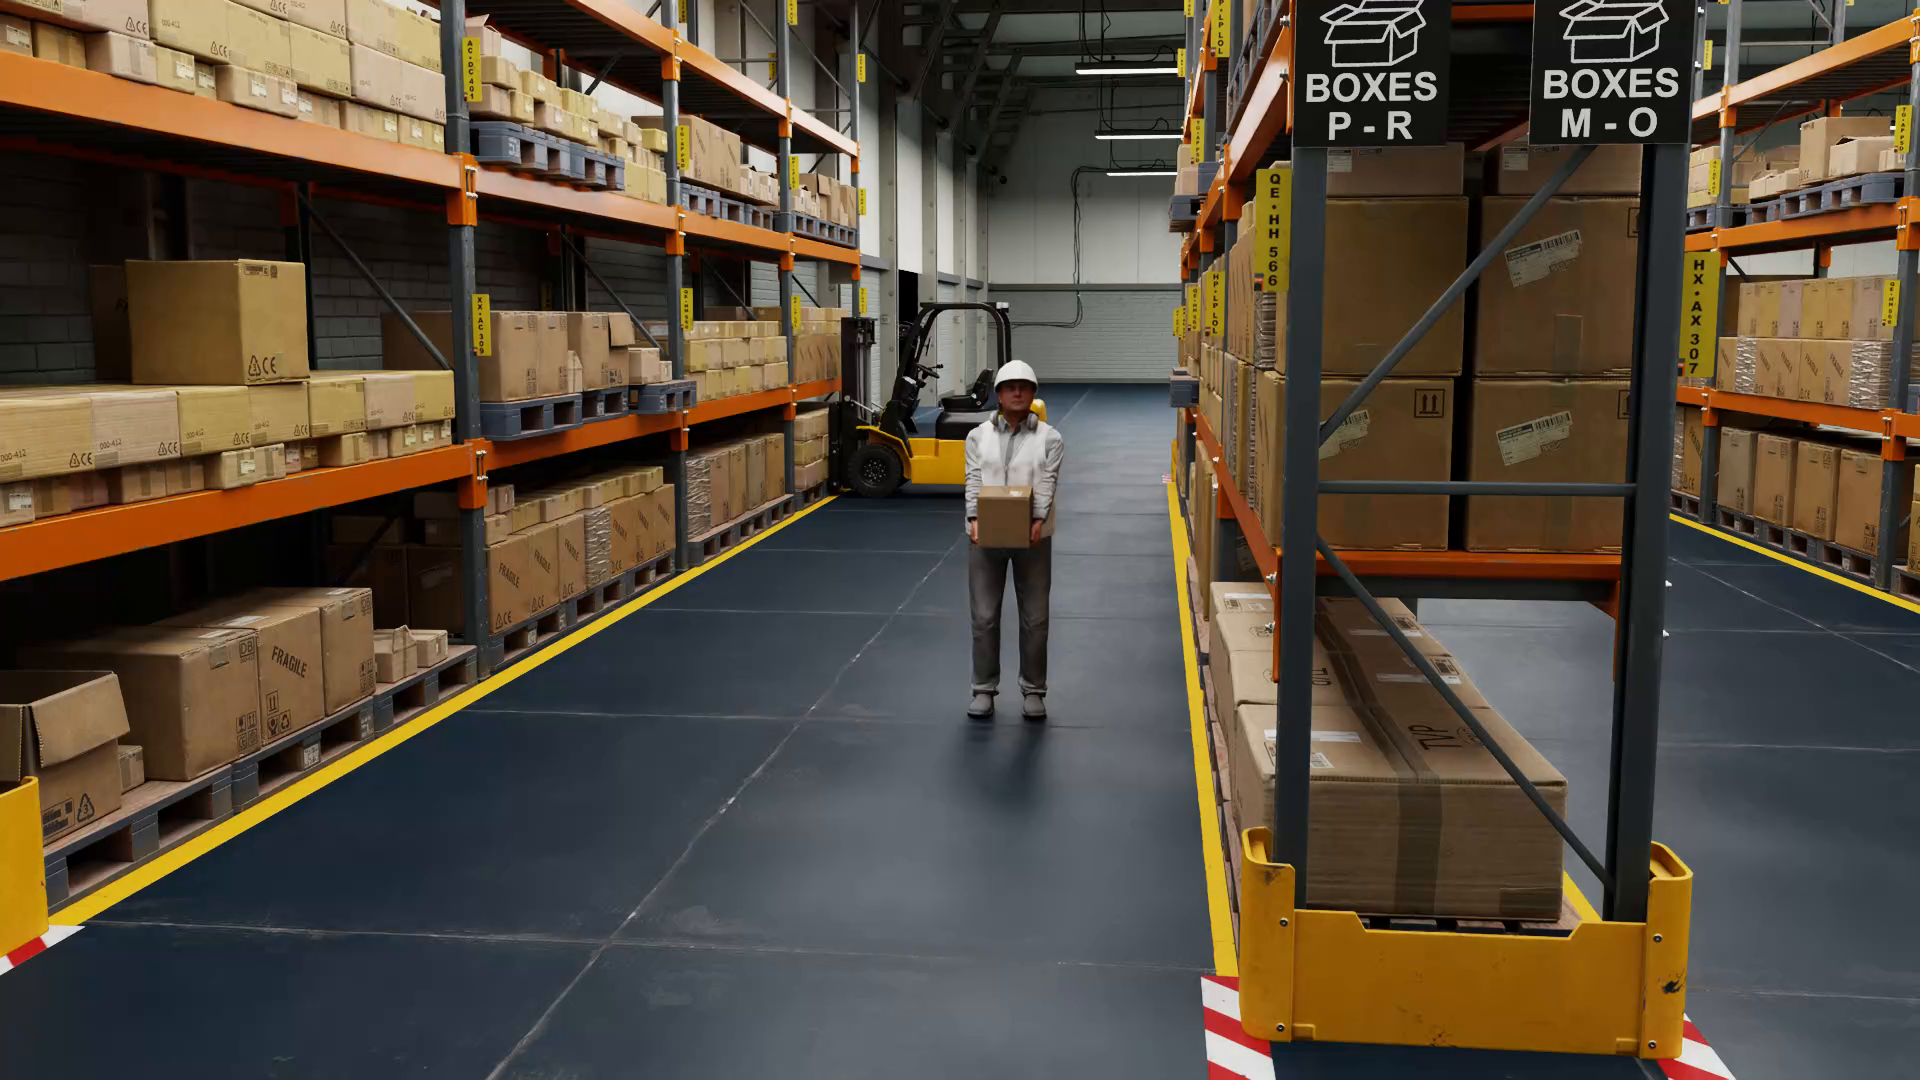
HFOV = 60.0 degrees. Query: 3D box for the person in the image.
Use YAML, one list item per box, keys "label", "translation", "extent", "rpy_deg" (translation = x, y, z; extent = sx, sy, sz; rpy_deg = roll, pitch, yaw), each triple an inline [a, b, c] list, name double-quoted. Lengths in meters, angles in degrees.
- label: "person"
  translation: [0.257, 0.003, 8.204]
  extent: [0.494, 1.762, 0.556]
  rpy_deg: [1, 8, 6]
